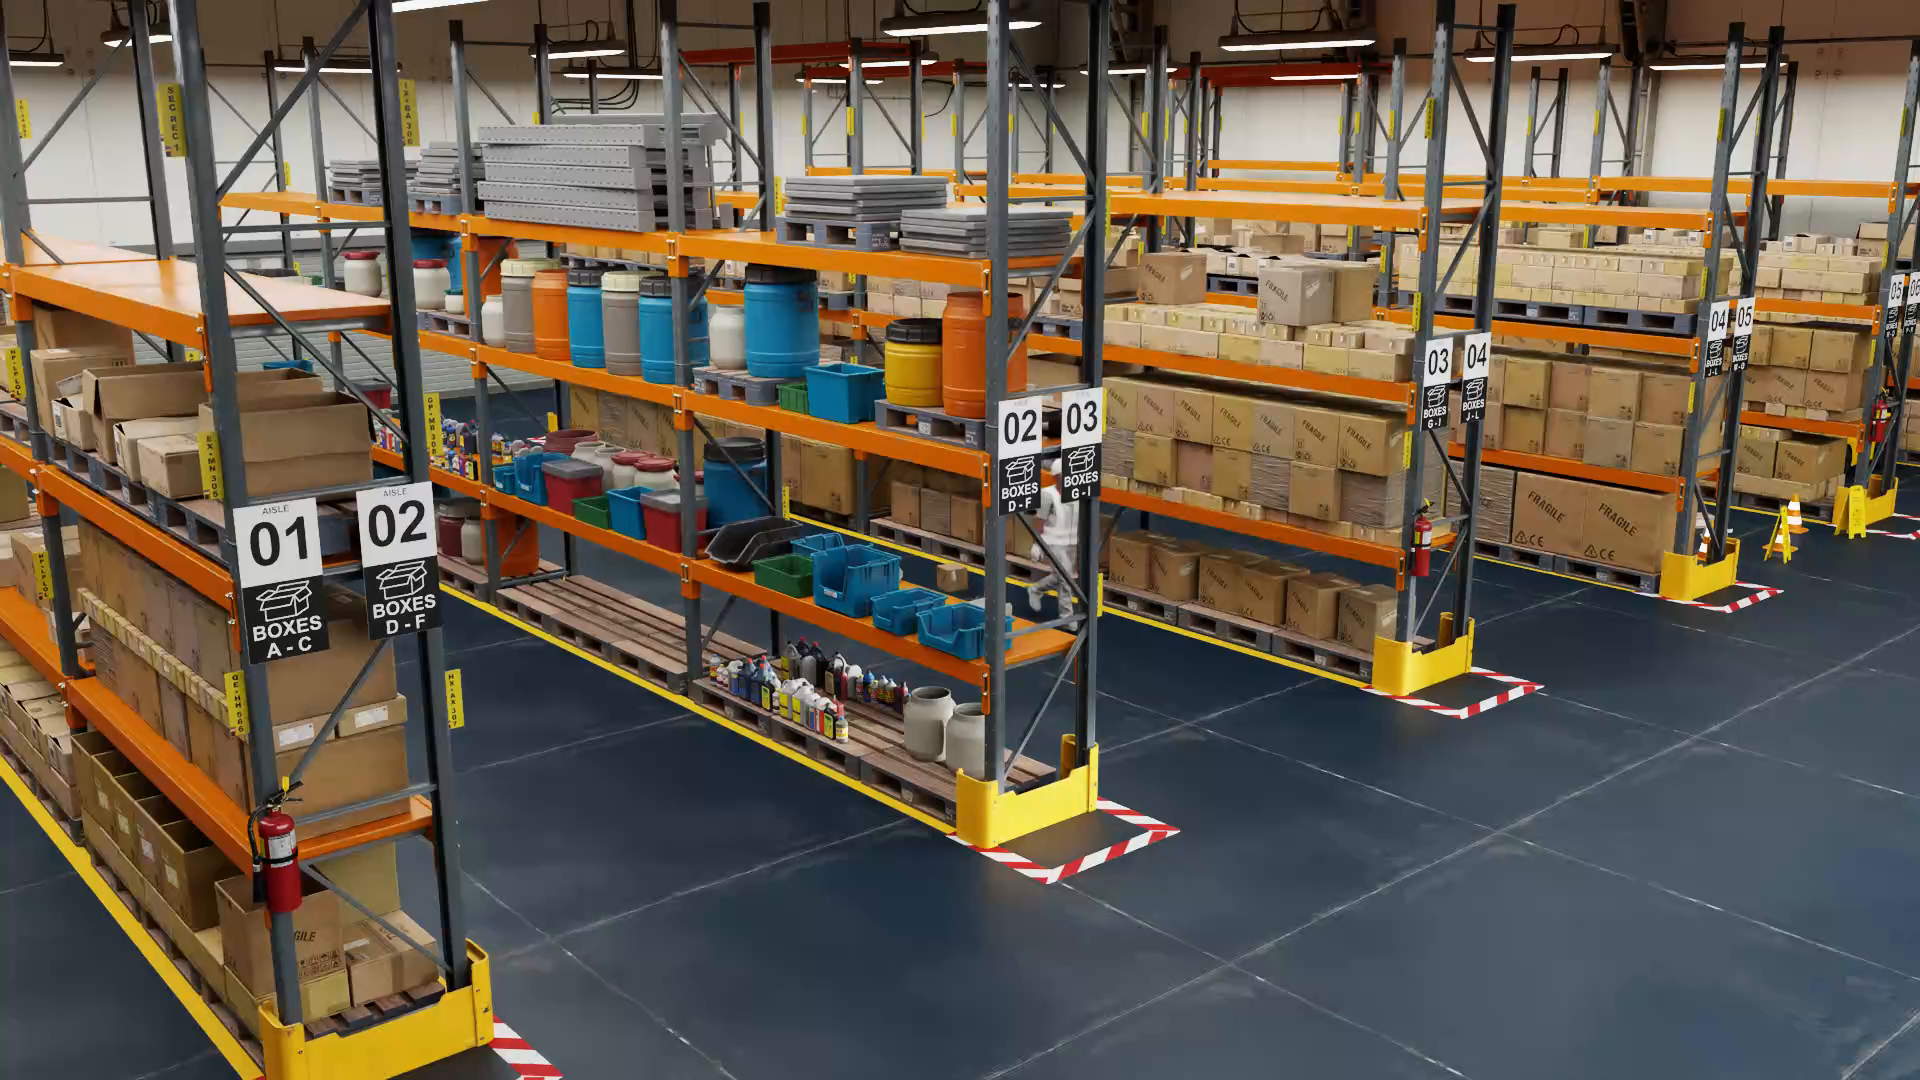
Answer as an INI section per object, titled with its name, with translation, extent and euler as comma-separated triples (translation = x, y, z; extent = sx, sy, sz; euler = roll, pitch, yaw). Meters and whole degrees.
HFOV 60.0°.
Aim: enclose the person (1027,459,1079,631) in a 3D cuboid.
[person]
translation = 0.980, 0.016, 16.912
extent = 0.602, 1.746, 0.931
euler = -13, 19, -42
